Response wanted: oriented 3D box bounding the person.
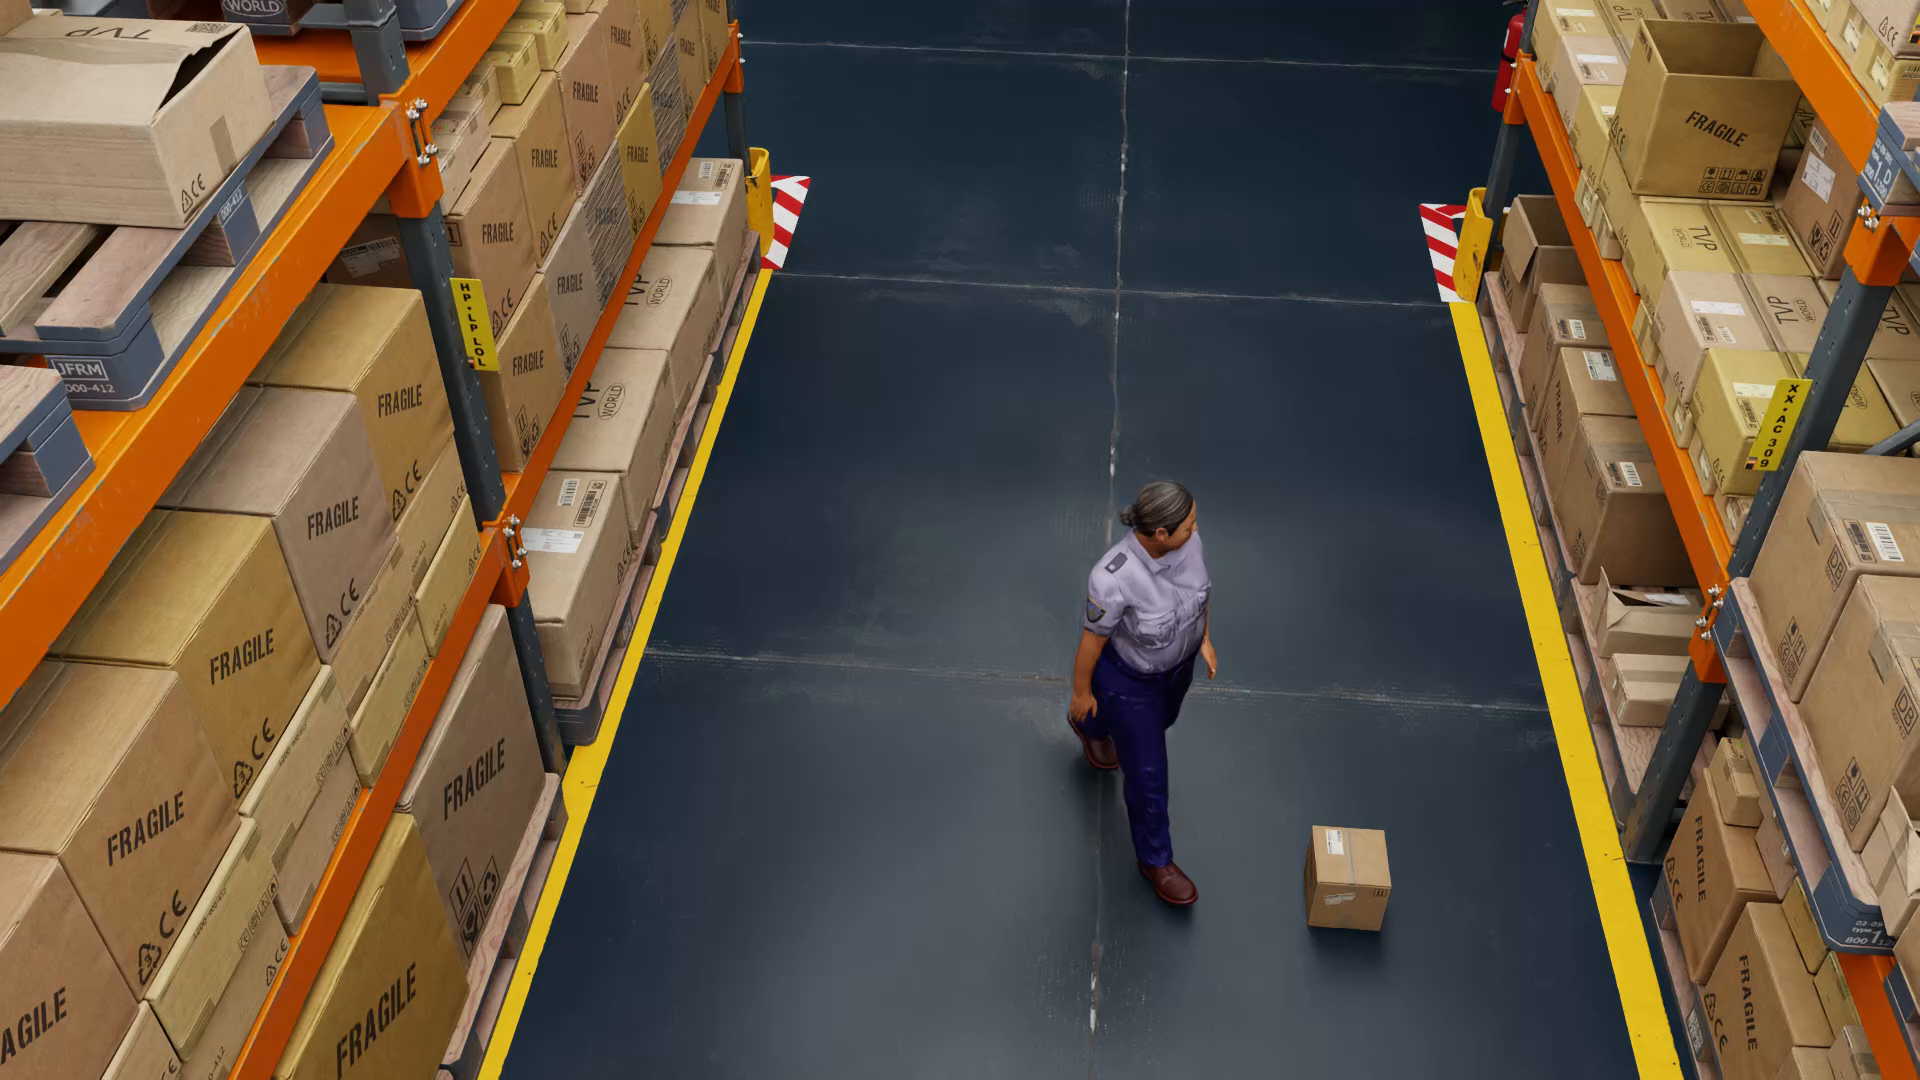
[{"bbox_3d":[0.621,0.427,5.660,0.531,1.619,0.889,-30,49,-31],"label":"person"}]
